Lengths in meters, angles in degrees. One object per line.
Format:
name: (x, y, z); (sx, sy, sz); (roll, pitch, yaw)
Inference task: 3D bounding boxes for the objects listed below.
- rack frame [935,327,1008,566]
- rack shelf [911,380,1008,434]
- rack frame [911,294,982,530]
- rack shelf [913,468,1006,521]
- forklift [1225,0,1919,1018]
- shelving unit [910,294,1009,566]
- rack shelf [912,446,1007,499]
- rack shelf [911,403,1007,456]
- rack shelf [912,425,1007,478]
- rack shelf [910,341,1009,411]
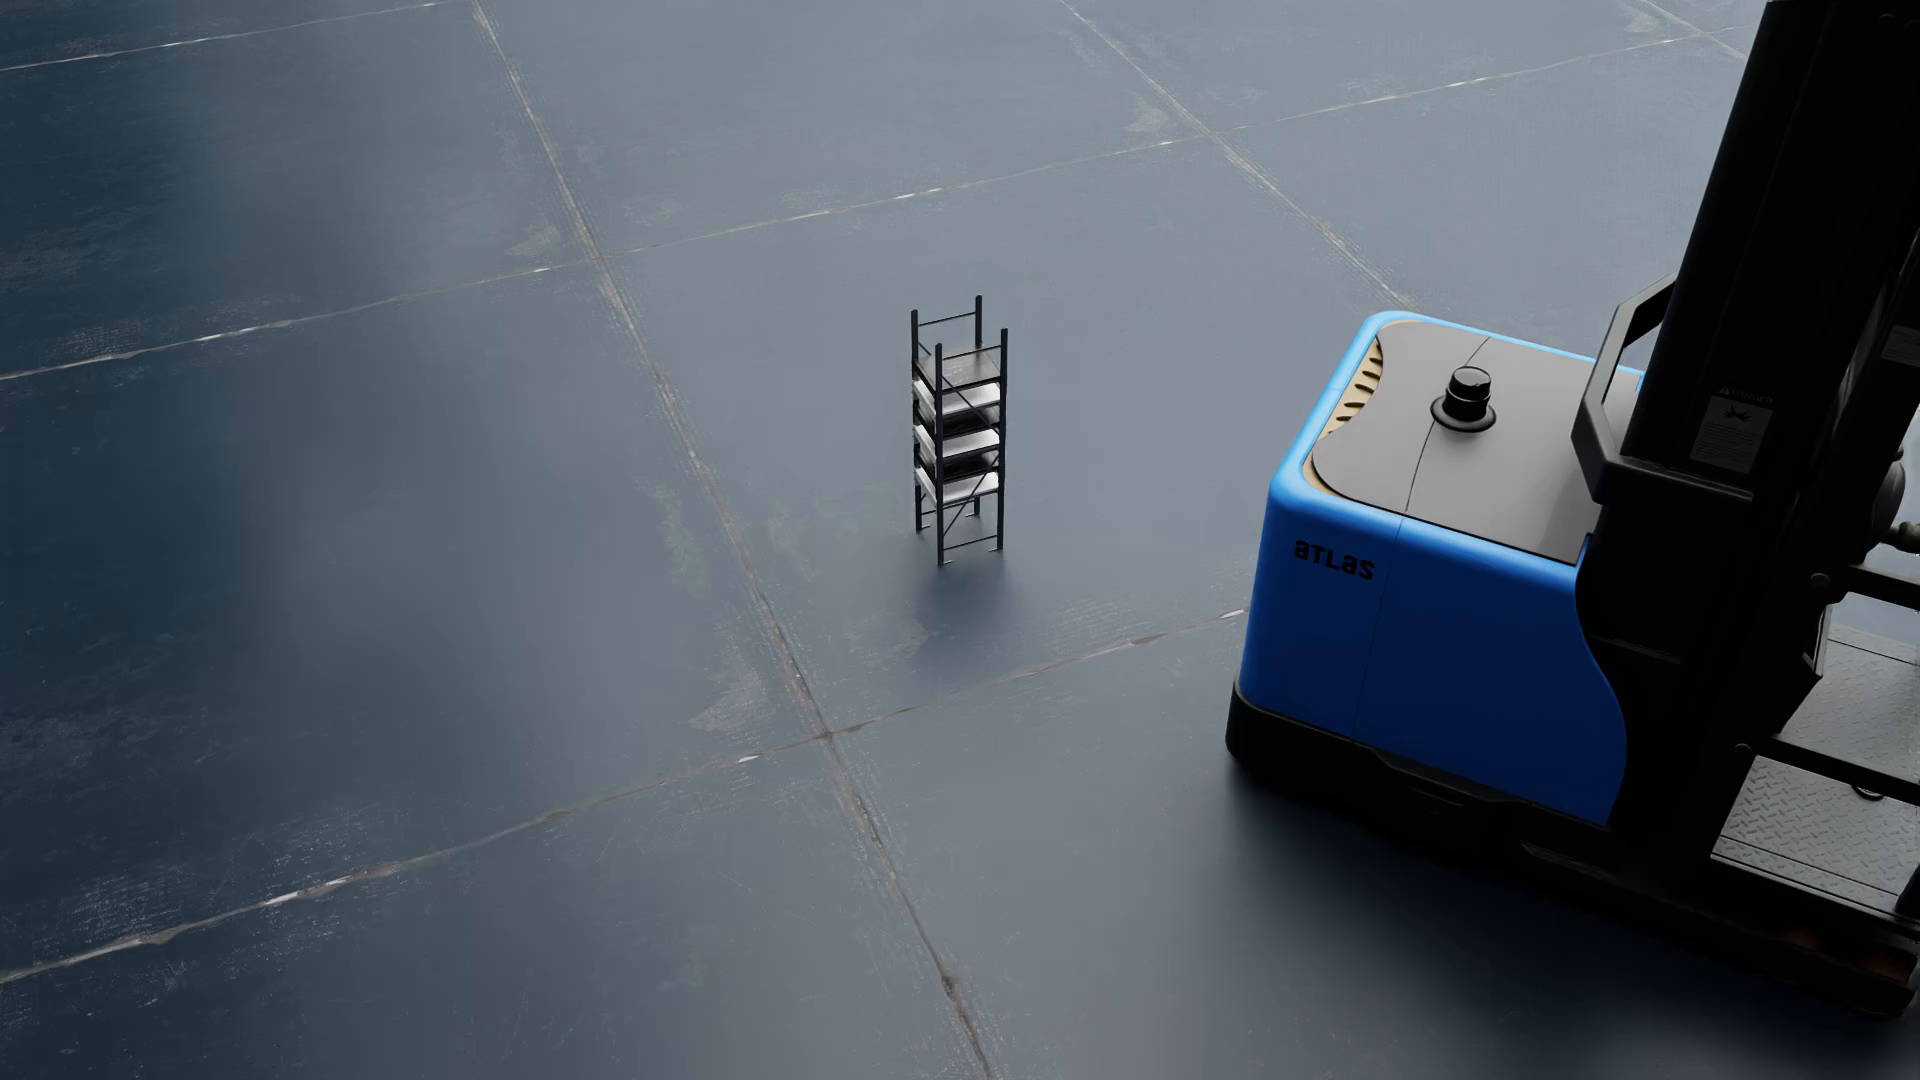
rack frame: (0.036, -0.285, 5.391); (0.240, 0.900, 0.006); (-15, 43, -17)
rack shelf: (-0.003, -0.457, 5.367); (0.258, 0.077, 0.200); (-15, 43, -17)
rack frame: (-0.042, -0.407, 5.534); (0.240, 0.900, 0.006); (-15, 43, -17)
rack shelf: (-0.003, -0.184, 5.601); (0.258, 0.077, 0.200); (-15, 43, -17)
forklift: (2.340, -0.281, 3.829); (3.031, 2.935, 1.130); (18, 44, 20)
shelving unit: (-0.003, -0.346, 5.462); (0.258, 0.900, 0.210); (-15, 43, -17)
rack shelf: (-0.003, -0.253, 5.543); (0.258, 0.077, 0.200); (-15, 43, -17)
rack shelf: (-0.003, -0.389, 5.425); (0.258, 0.077, 0.200); (-15, 43, -17)
rack shelf: (-0.003, -0.321, 5.484); (0.258, 0.077, 0.200); (-15, 43, -17)
rack shelf: (-0.003, -0.526, 5.308); (0.258, 0.077, 0.200); (-15, 43, -17)
